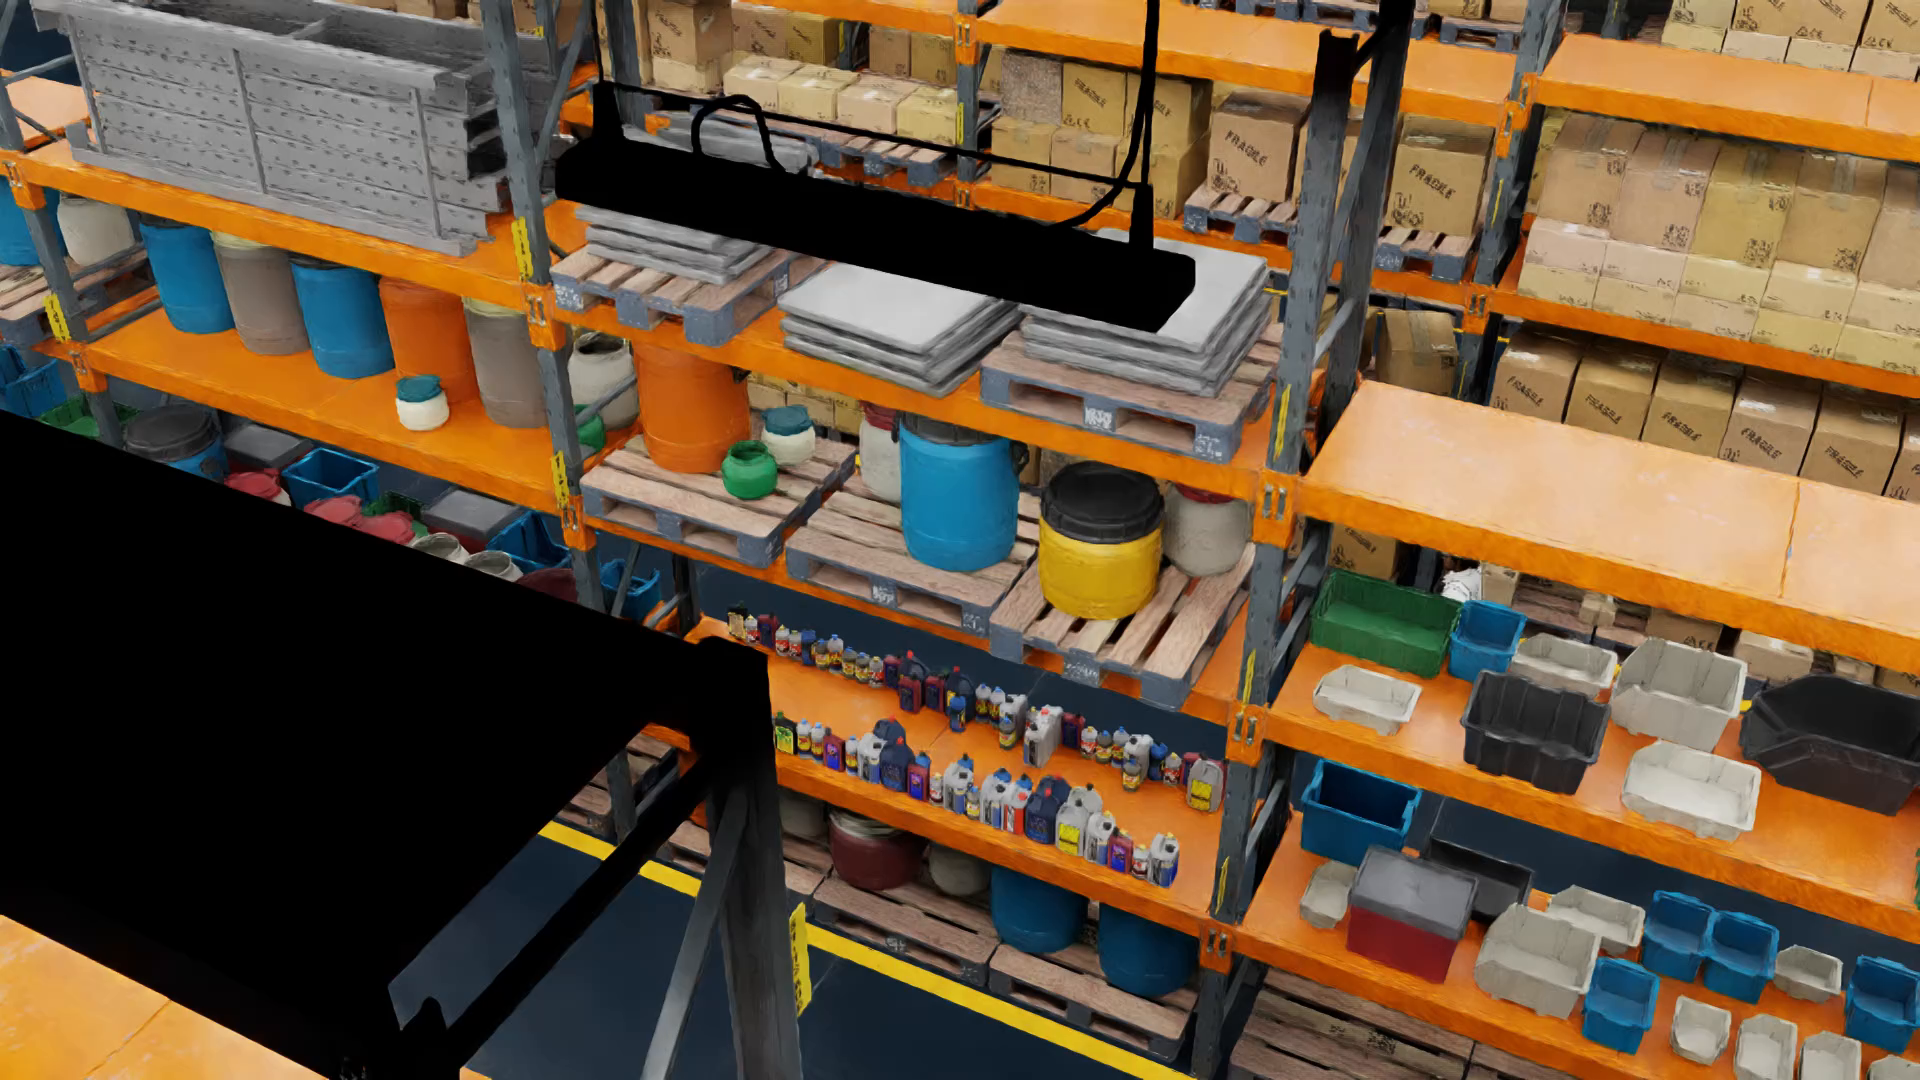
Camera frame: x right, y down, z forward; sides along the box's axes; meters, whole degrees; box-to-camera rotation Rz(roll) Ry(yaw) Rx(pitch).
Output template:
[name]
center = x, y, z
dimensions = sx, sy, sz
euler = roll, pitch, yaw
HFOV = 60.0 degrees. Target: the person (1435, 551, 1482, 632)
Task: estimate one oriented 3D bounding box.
[person]
center = 3.402, 0.659, 11.515
dimensions = 1.089, 1.590, 0.488
euler = 15, 38, 20
